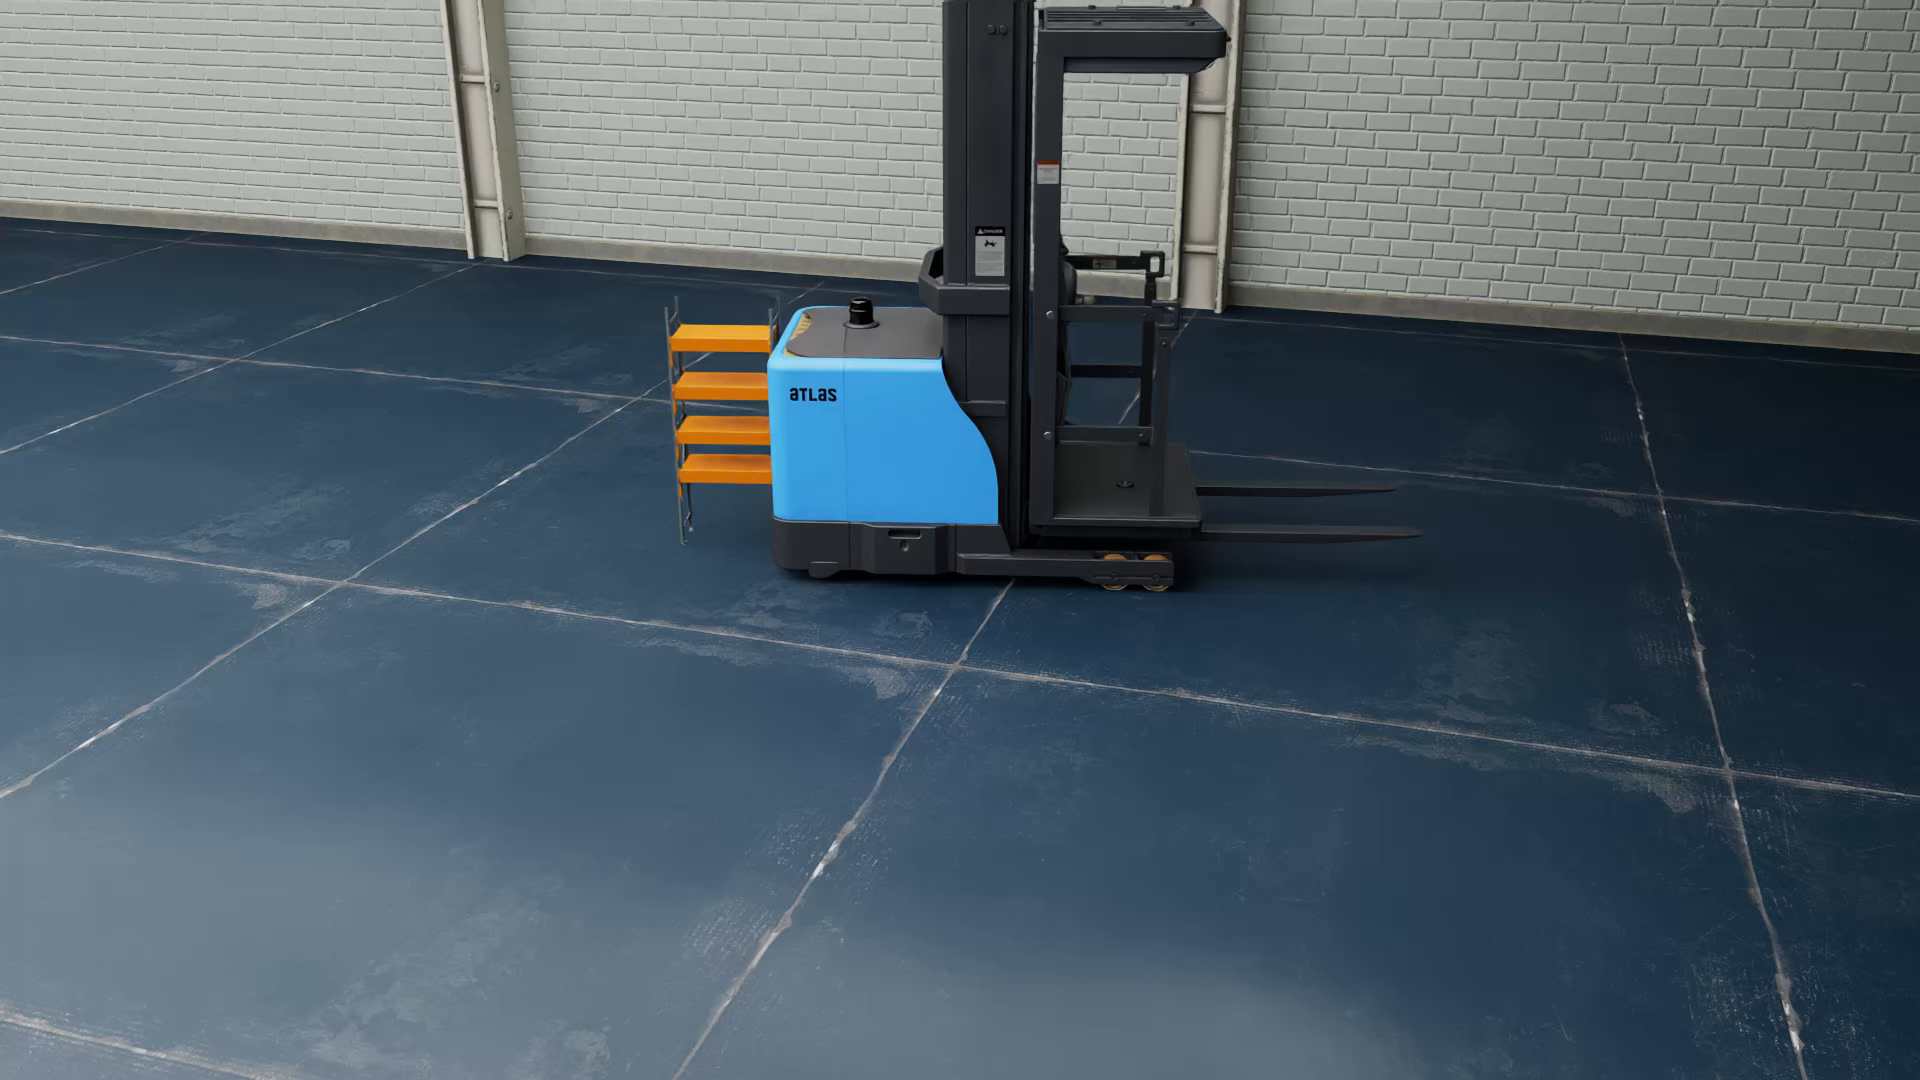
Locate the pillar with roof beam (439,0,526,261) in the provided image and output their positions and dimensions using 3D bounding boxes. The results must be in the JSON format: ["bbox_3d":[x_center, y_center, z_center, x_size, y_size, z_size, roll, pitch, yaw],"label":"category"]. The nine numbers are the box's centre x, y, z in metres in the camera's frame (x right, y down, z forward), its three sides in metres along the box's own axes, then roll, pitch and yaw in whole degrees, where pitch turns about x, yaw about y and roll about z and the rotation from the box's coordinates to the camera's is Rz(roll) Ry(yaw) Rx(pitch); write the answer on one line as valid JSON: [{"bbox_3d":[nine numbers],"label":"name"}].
[{"bbox_3d":[-5.182,-5.023,8.659,0.400,9.000,9.100,7,23,16],"label":"pillar with roof beam"}]

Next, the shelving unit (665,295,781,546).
[{"bbox_3d":[-1.119,-0.566,8.070,0.503,1.200,0.258,1,22,3],"label":"shelving unit"}]

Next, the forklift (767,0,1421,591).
[{"bbox_3d":[0.652,-1.326,7.641,3.031,2.935,1.130,1,22,3],"label":"forklift"}]

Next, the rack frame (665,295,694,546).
[{"bbox_3d":[-1.362,-0.571,8.080,0.015,1.200,0.240,1,22,3],"label":"rack frame"}]

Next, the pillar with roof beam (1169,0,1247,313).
[{"bbox_3d":[0.562,-4.366,7.055,0.400,9.000,9.100,7,23,16],"label":"pillar with roof beam"}]

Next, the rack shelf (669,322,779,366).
[{"bbox_3d":[-1.119,-0.930,7.921,0.480,0.148,0.258,1,22,3],"label":"rack shelf"}]

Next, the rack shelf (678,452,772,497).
[{"bbox_3d":[-1.119,-0.320,8.171,0.480,0.148,0.258,1,22,3],"label":"rack shelf"}]

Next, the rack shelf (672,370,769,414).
[{"bbox_3d":[-1.119,-0.711,8.010,0.480,0.148,0.258,1,22,3],"label":"rack shelf"}]

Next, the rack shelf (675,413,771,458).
[{"bbox_3d":[-1.119,-0.504,8.095,0.480,0.148,0.258,1,22,3],"label":"rack shelf"}]

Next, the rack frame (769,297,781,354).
[{"bbox_3d":[-0.875,-0.562,8.059,0.015,1.200,0.240,1,22,3],"label":"rack frame"}]
